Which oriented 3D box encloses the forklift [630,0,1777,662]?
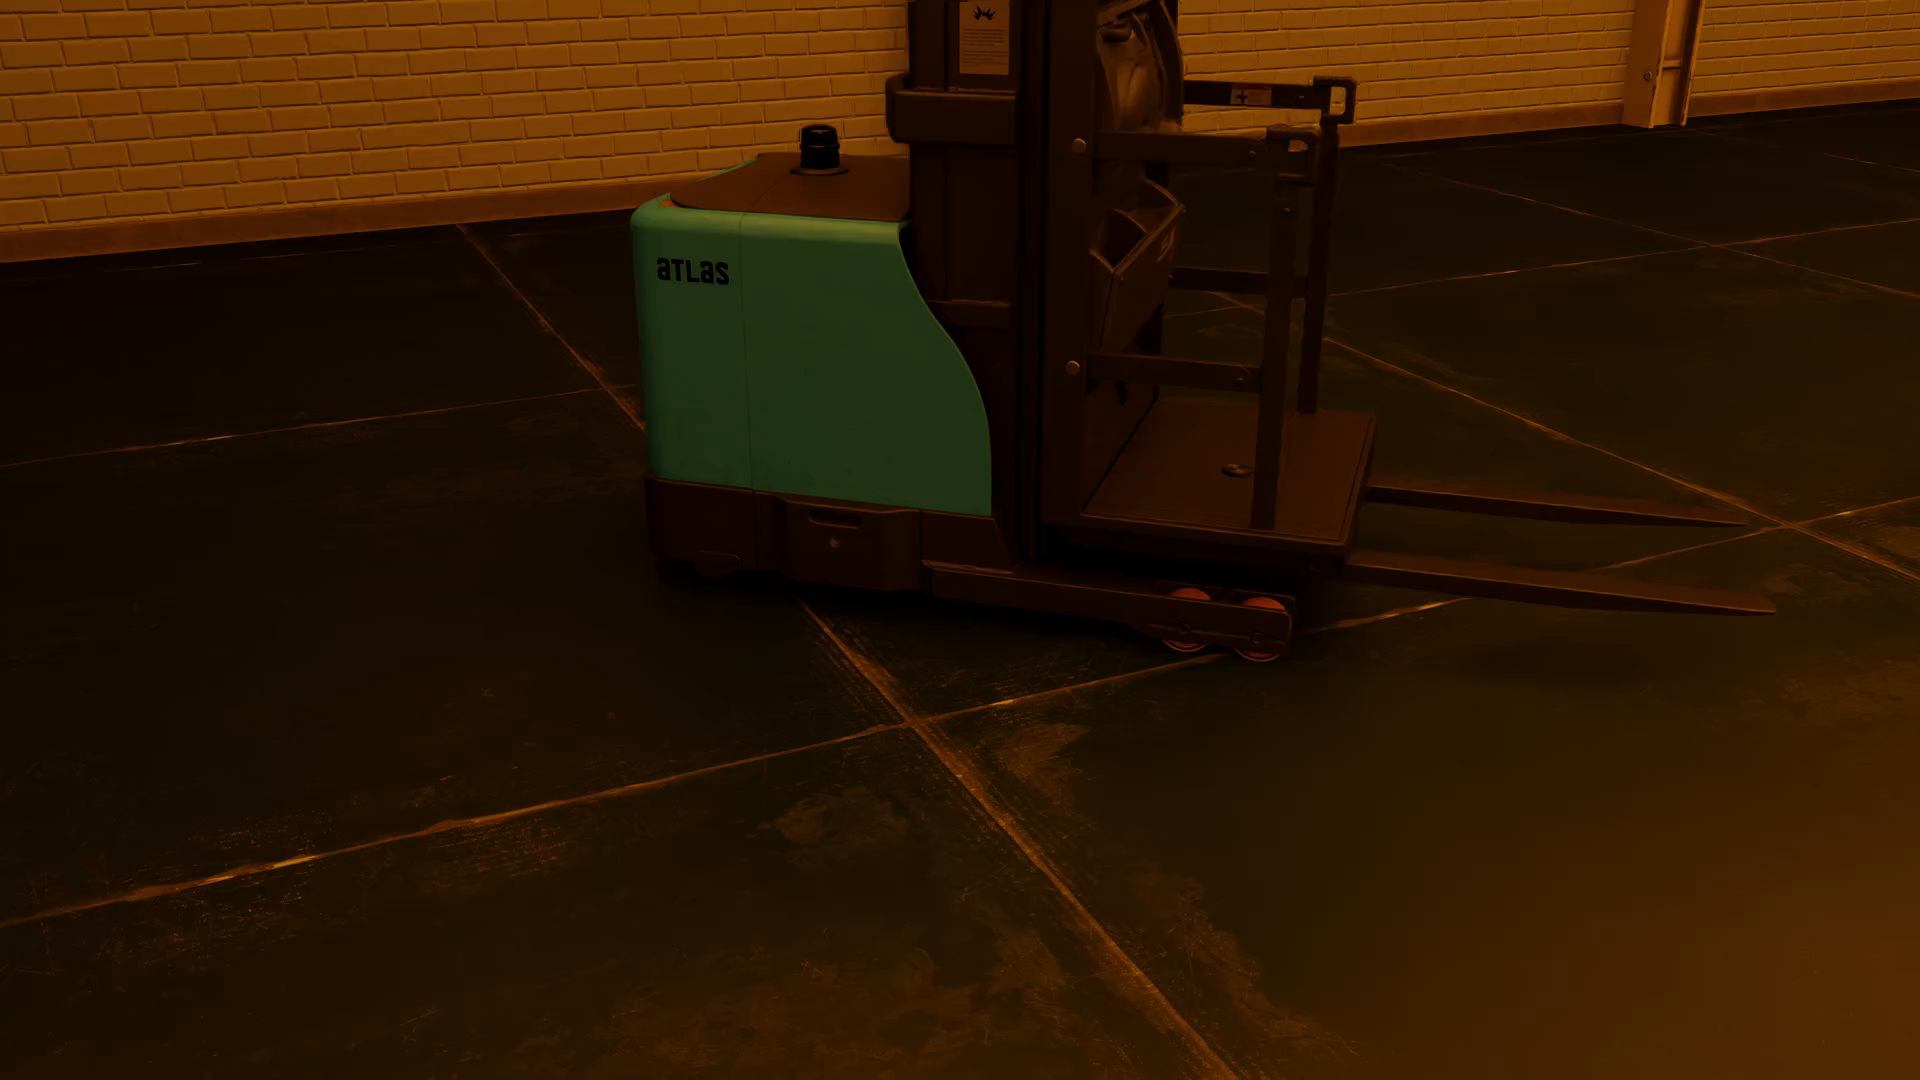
[{"bbox_3d":[0.666,-1.263,4.327,3.031,2.935,1.130,7,24,16],"label":"forklift"}]
